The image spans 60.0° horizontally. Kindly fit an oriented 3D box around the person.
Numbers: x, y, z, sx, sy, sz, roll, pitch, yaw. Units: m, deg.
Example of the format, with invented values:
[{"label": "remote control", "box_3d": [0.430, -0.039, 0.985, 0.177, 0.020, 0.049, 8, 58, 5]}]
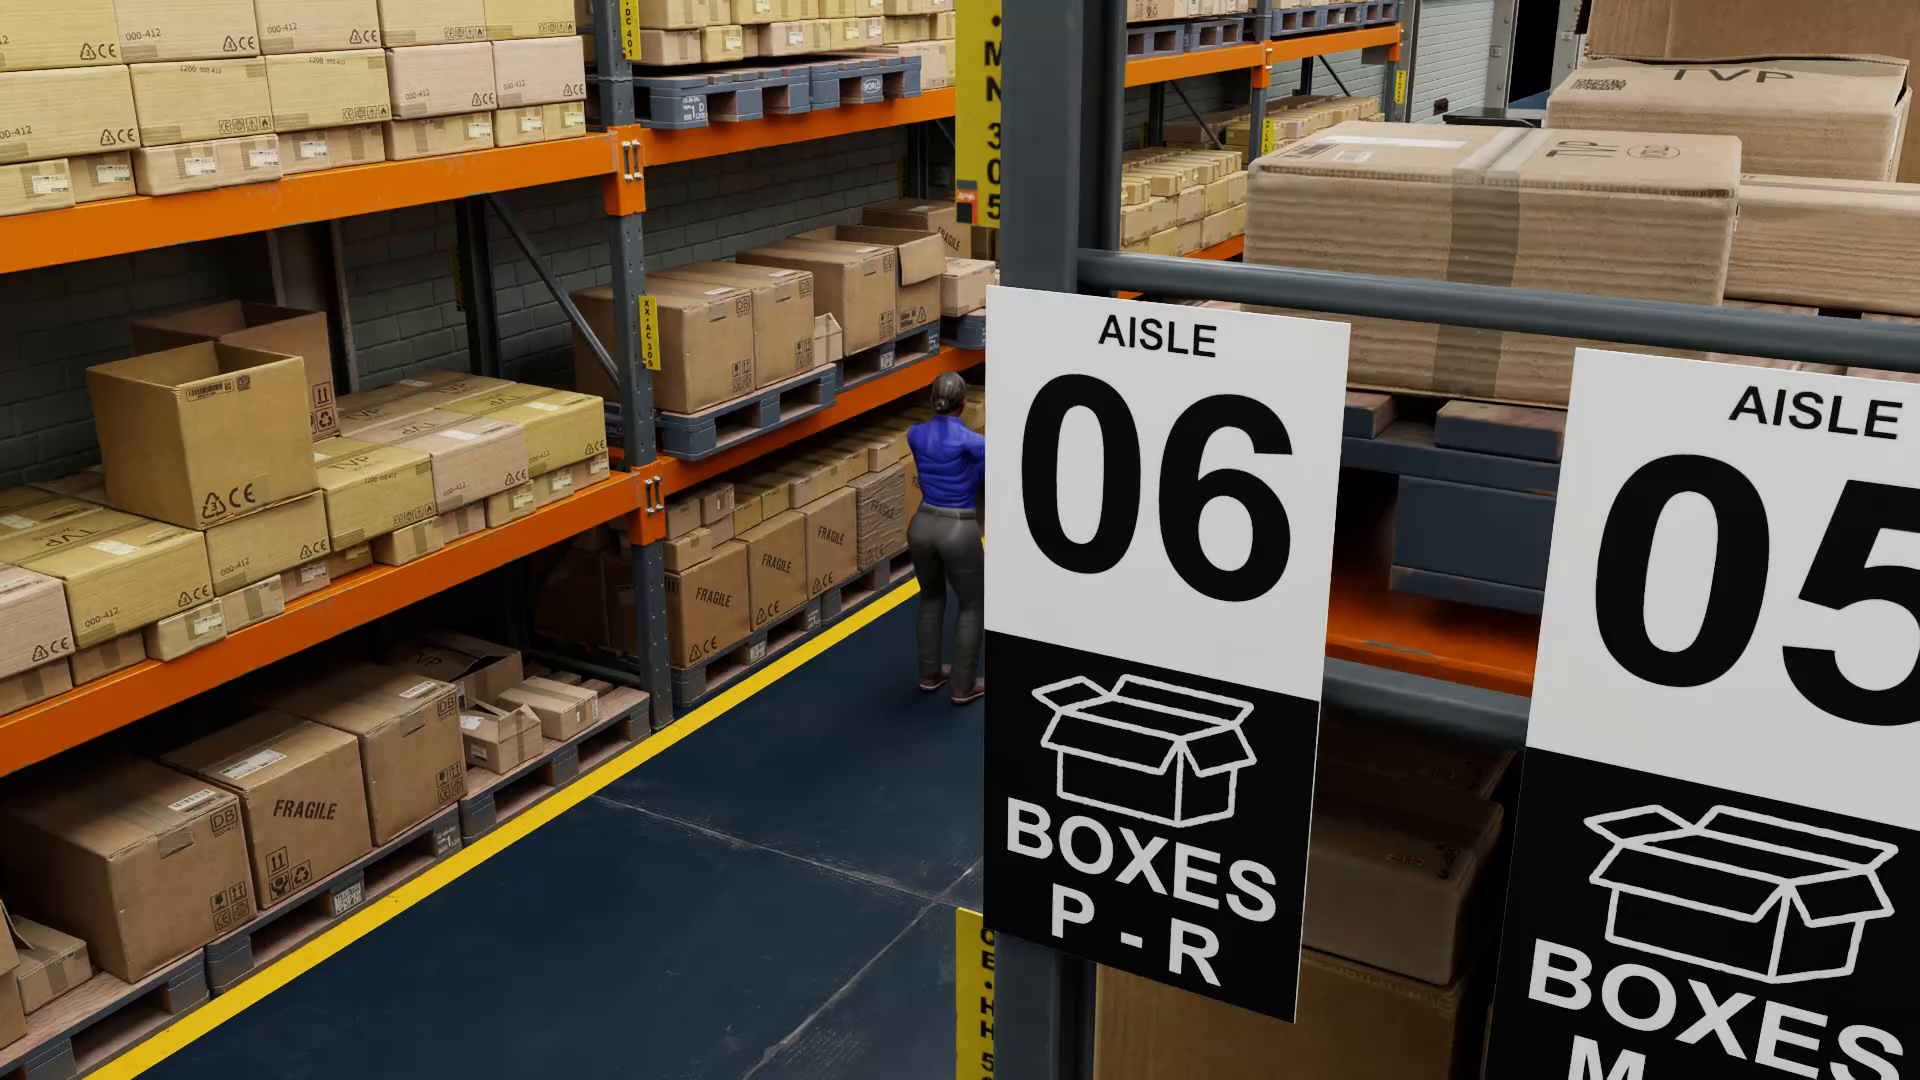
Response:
[{"label": "person", "box_3d": [-0.030, -0.034, 8.195, 0.413, 1.652, 0.521, 10, 22, 26]}]
